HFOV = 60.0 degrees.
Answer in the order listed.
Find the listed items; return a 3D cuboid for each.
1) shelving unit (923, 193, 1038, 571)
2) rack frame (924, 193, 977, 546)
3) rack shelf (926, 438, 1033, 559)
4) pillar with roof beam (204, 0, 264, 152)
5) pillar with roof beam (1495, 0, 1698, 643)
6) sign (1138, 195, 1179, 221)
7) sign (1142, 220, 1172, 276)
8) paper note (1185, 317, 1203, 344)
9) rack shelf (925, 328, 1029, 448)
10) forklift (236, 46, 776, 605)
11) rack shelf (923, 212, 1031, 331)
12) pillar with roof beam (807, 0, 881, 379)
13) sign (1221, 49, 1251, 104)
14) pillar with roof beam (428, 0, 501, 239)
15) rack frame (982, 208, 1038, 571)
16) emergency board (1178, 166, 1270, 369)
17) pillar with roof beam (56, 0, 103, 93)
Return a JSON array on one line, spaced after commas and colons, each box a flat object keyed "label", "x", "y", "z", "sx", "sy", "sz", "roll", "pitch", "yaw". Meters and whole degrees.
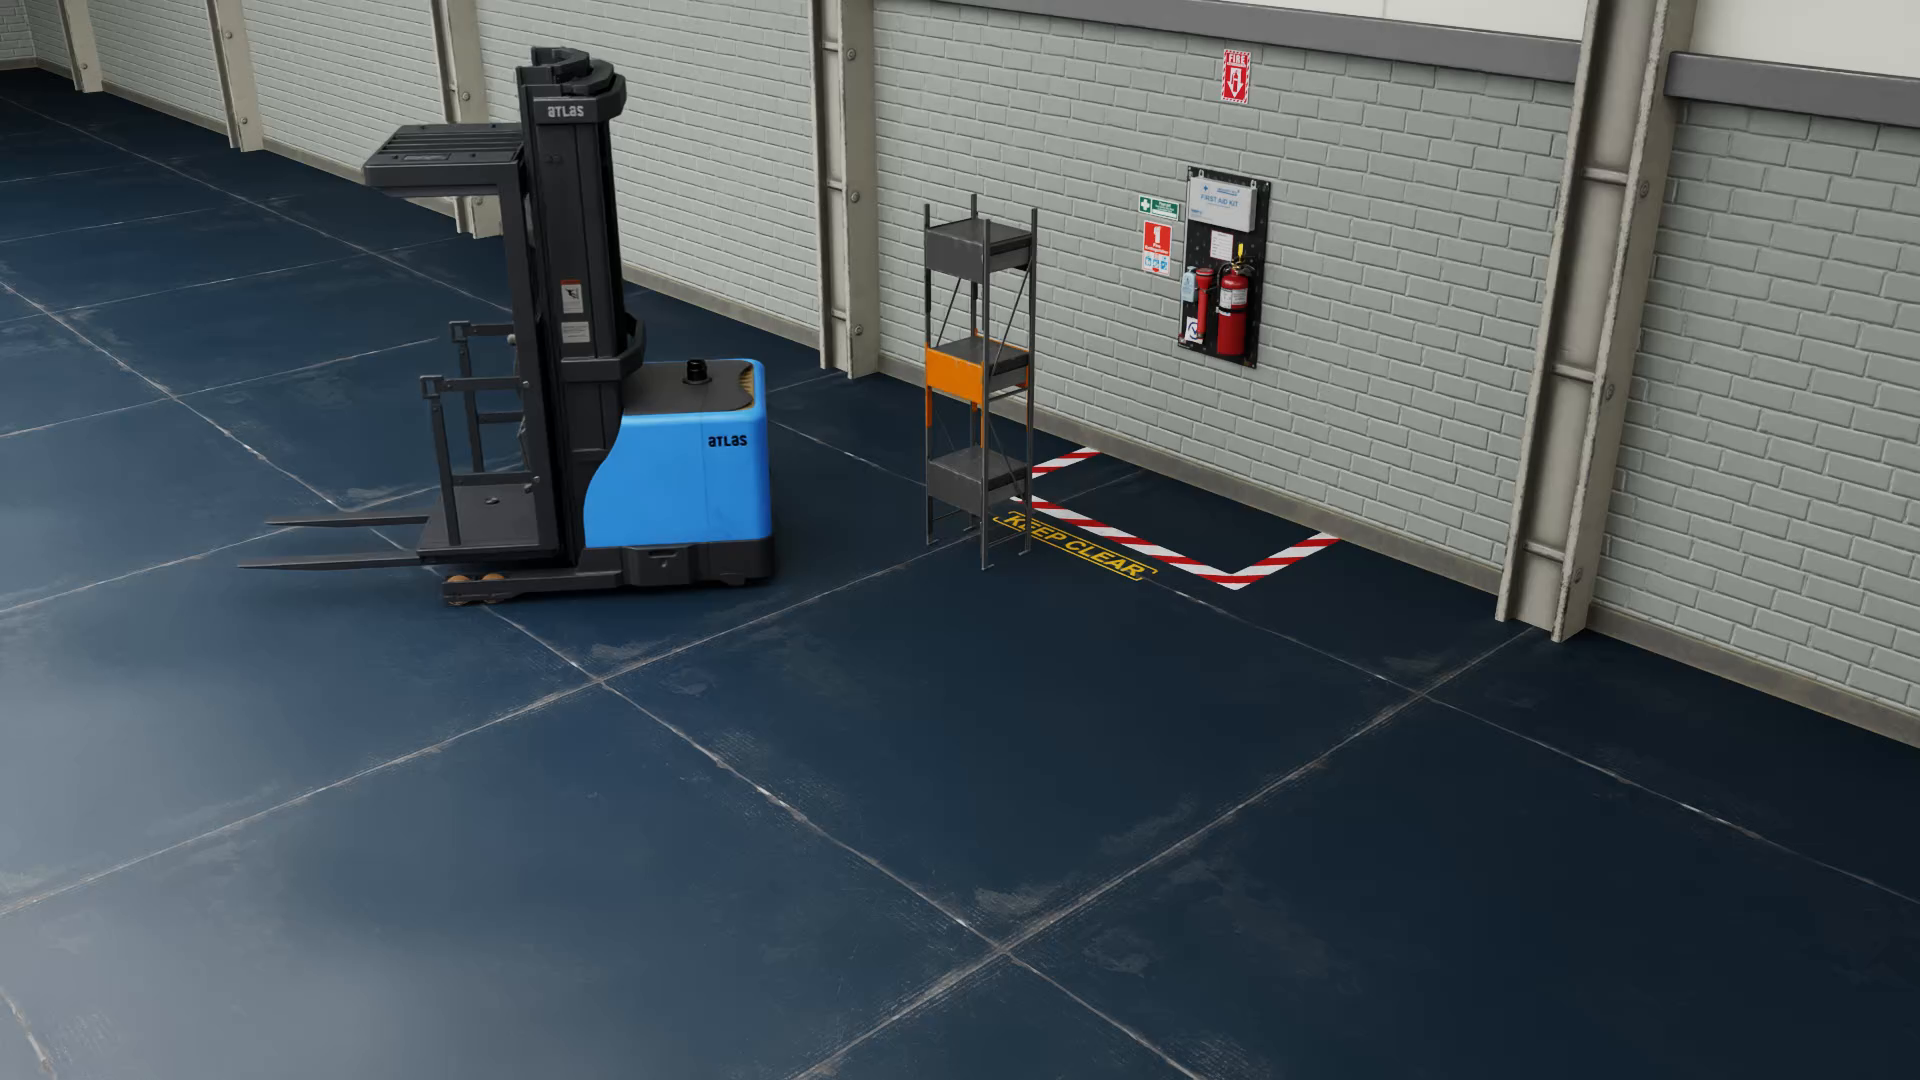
[{"label": "shelving unit", "x": 0.113, "y": -0.905, "z": 9.704, "sx": 0.431, "sy": 2.100, "sz": 0.503, "roll": -21, "pitch": 32, "yaw": -38}, {"label": "rack frame", "x": -0.054, "y": -0.979, "z": 9.866, "sx": 0.400, "sy": 2.100, "sz": 0.015, "roll": -21, "pitch": 32, "yaw": -38}, {"label": "rack shelf", "x": 0.113, "y": -0.256, "z": 10.000, "sx": 0.431, "sy": 0.518, "sz": 0.480, "roll": -21, "pitch": 32, "yaw": -38}, {"label": "pillar with roof beam", "x": -12.213, "y": -7.870, "z": 16.659, "sx": 9.100, "sy": 9.000, "sz": 0.400, "roll": -21, "pitch": 32, "yaw": -38}, {"label": "pillar with roof beam", "x": 0.089, "y": -2.417, "z": 4.705, "sx": 9.100, "sy": 9.000, "sz": 0.400, "roll": -21, "pitch": 32, "yaw": -38}, {"label": "sign", "x": 1.265, "y": -2.118, "z": 10.598, "sx": 0.001, "sy": 0.109, "sz": 0.331, "roll": -21, "pitch": 32, "yaw": -38}, {"label": "sign", "x": 1.268, "y": -1.881, "z": 10.716, "sx": 0.001, "sy": 0.329, "sz": 0.234, "roll": -21, "pitch": 32, "yaw": -38}, {"label": "paper note", "x": 1.500, "y": -1.340, "z": 10.636, "sx": 0.016, "sy": 0.148, "sz": 0.142, "roll": -21, "pitch": 32, "yaw": -38}, {"label": "rack shelf", "x": 0.113, "y": -0.893, "z": 9.710, "sx": 0.431, "sy": 0.518, "sz": 0.480, "roll": -21, "pitch": 32, "yaw": -38}, {"label": "forklift", "x": -2.626, "y": -1.195, "z": 9.338, "sx": 3.031, "sy": 2.935, "sz": 1.130, "roll": -3, "pitch": 25, "yaw": -6}, {"label": "rack shelf", "x": 0.113, "y": -1.530, "z": 9.419, "sx": 0.431, "sy": 0.518, "sz": 0.480, "roll": -21, "pitch": 32, "yaw": -38}, {"label": "pillar with roof beam", "x": -4.012, "y": -4.234, "z": 8.690, "sx": 9.100, "sy": 9.000, "sz": 0.400, "roll": -21, "pitch": 32, "yaw": -38}, {"label": "sign", "x": 1.638, "y": -2.753, "z": 9.879, "sx": 0.001, "sy": 0.298, "sz": 0.199, "roll": -21, "pitch": 32, "yaw": -38}, {"label": "pillar with roof beam", "x": -8.113, "y": -6.052, "z": 12.675, "sx": 9.100, "sy": 9.000, "sz": 0.400, "roll": -21, "pitch": 32, "yaw": -38}, {"label": "rack frame", "x": 0.280, "y": -0.831, "z": 9.542, "sx": 0.400, "sy": 2.100, "sz": 0.015, "roll": -21, "pitch": 32, "yaw": -38}, {"label": "emergency board", "x": 1.571, "y": -1.668, "z": 10.292, "sx": 0.194, "sy": 1.169, "sz": 0.643, "roll": -21, "pitch": 32, "yaw": -38}, {"label": "pillar with roof beam", "x": -16.314, "y": -9.688, "z": 20.644, "sx": 9.100, "sy": 9.000, "sz": 0.400, "roll": -21, "pitch": 32, "yaw": -38}]
